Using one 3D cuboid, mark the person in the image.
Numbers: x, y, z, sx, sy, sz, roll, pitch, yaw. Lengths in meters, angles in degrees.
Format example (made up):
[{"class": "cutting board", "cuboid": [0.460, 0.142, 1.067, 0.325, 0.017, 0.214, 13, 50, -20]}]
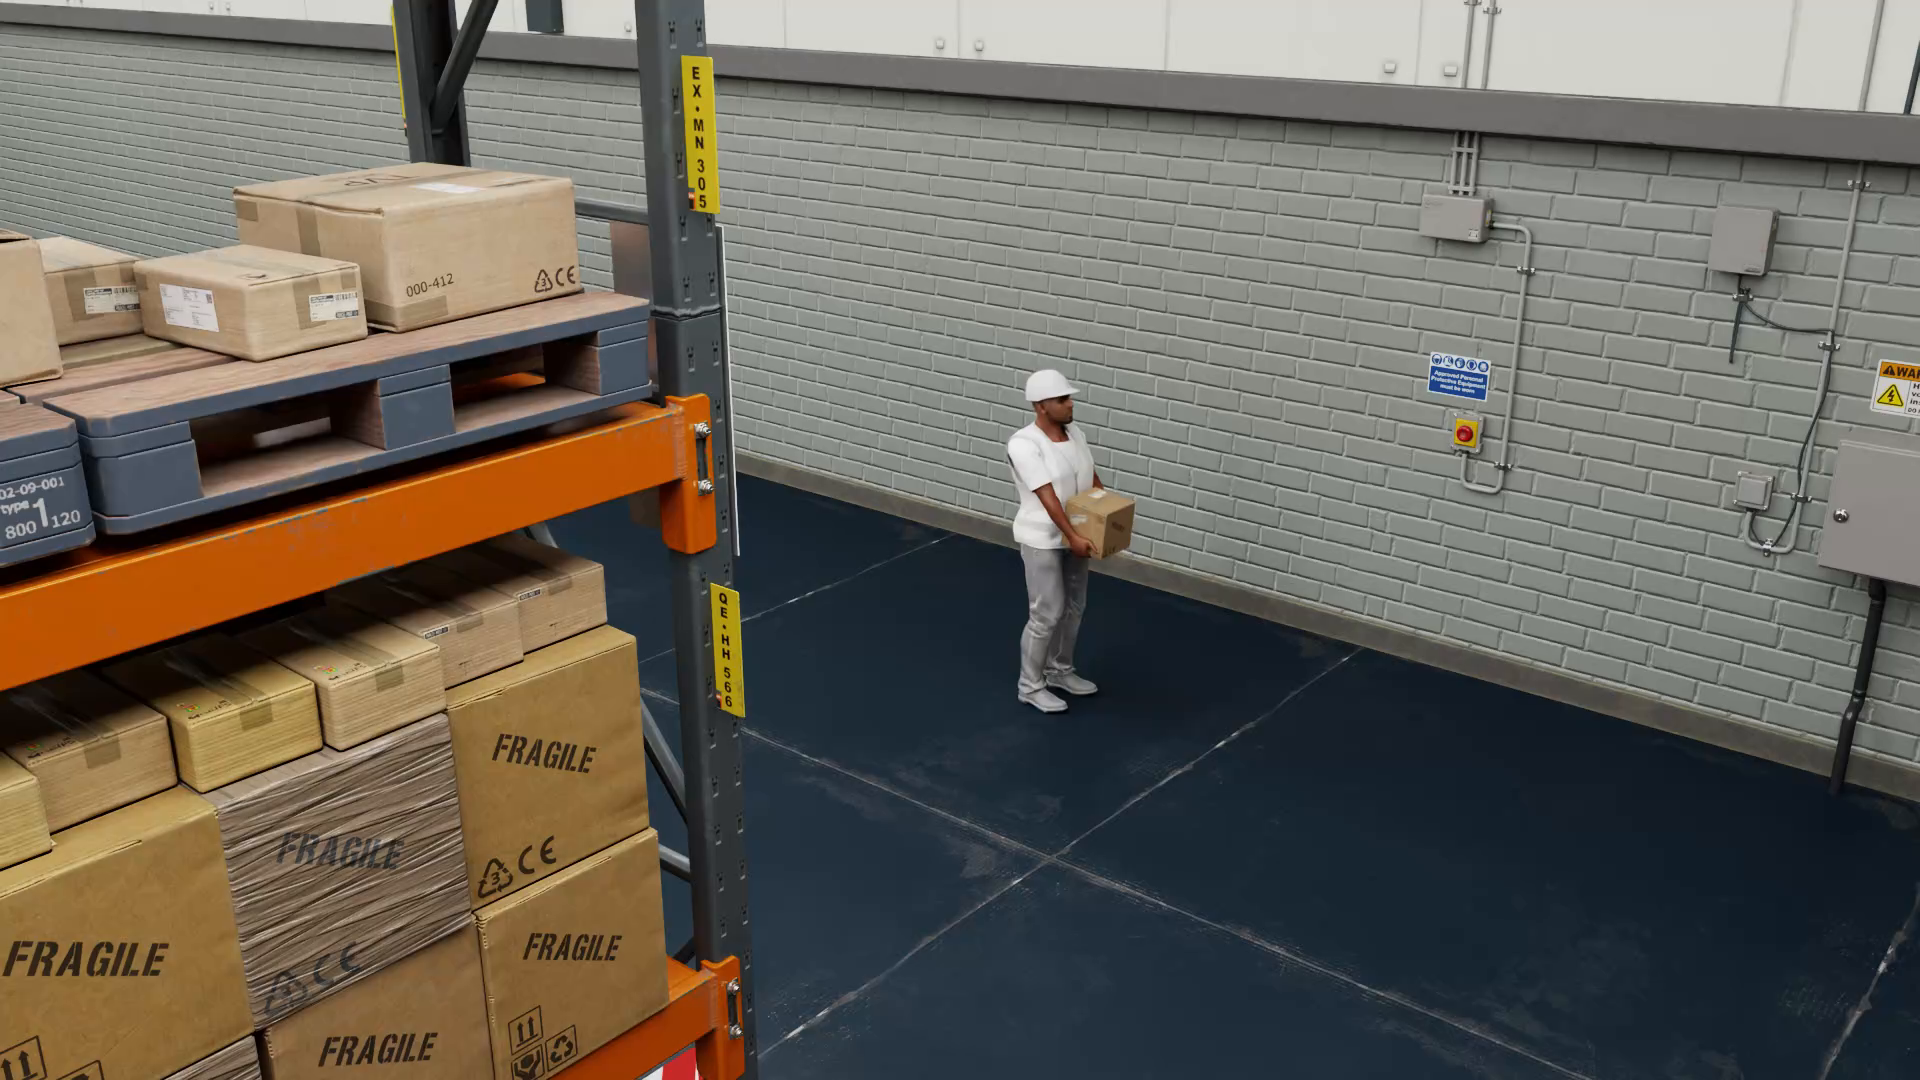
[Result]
[{"class": "person", "cuboid": [0.494, -0.005, 8.562, 0.404, 1.760, 0.503, 16, 25, 37]}]
